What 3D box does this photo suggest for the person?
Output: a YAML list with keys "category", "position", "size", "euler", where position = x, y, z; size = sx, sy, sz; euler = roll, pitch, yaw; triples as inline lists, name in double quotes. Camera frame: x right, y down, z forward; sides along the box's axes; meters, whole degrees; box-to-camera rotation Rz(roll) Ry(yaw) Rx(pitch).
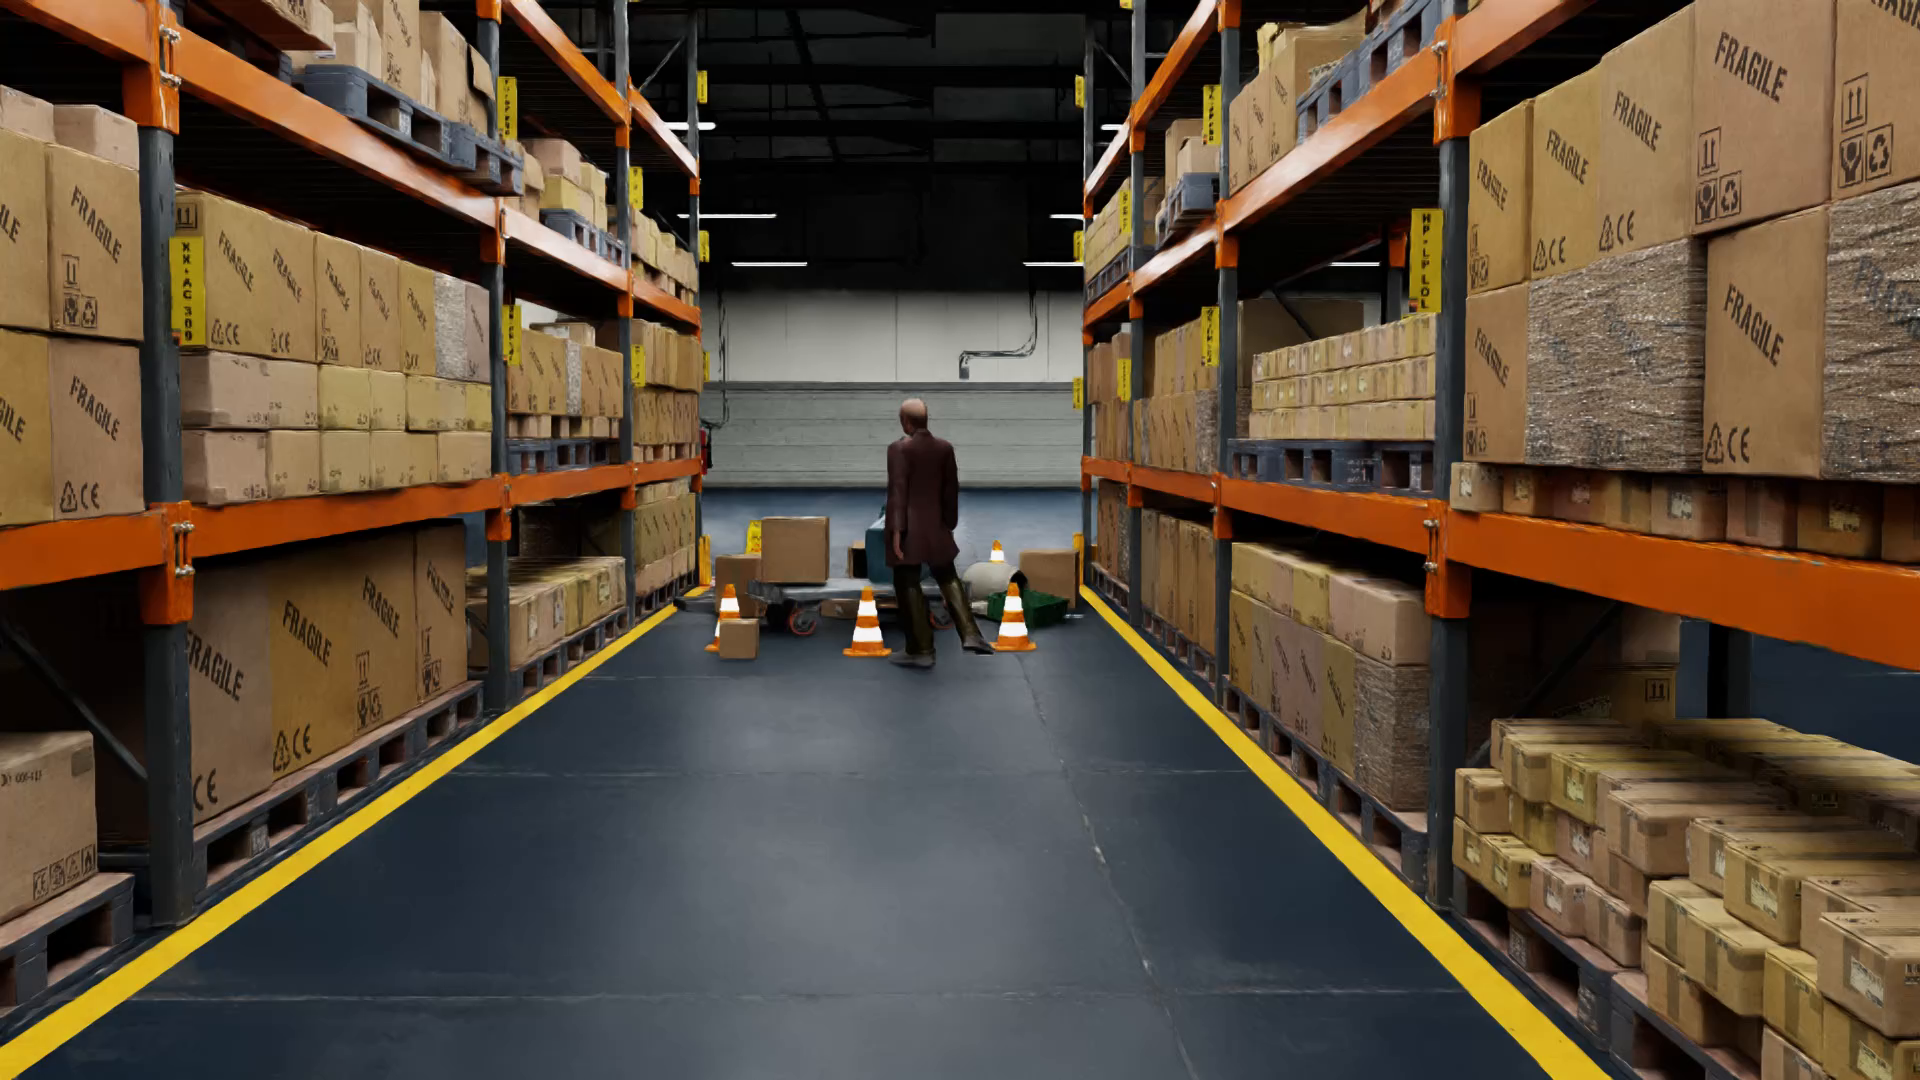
- category: "person"
  position: [-0.148, -0.058, 11.040]
  size: [0.793, 1.769, 0.517]
  euler: [-3, 4, -36]
